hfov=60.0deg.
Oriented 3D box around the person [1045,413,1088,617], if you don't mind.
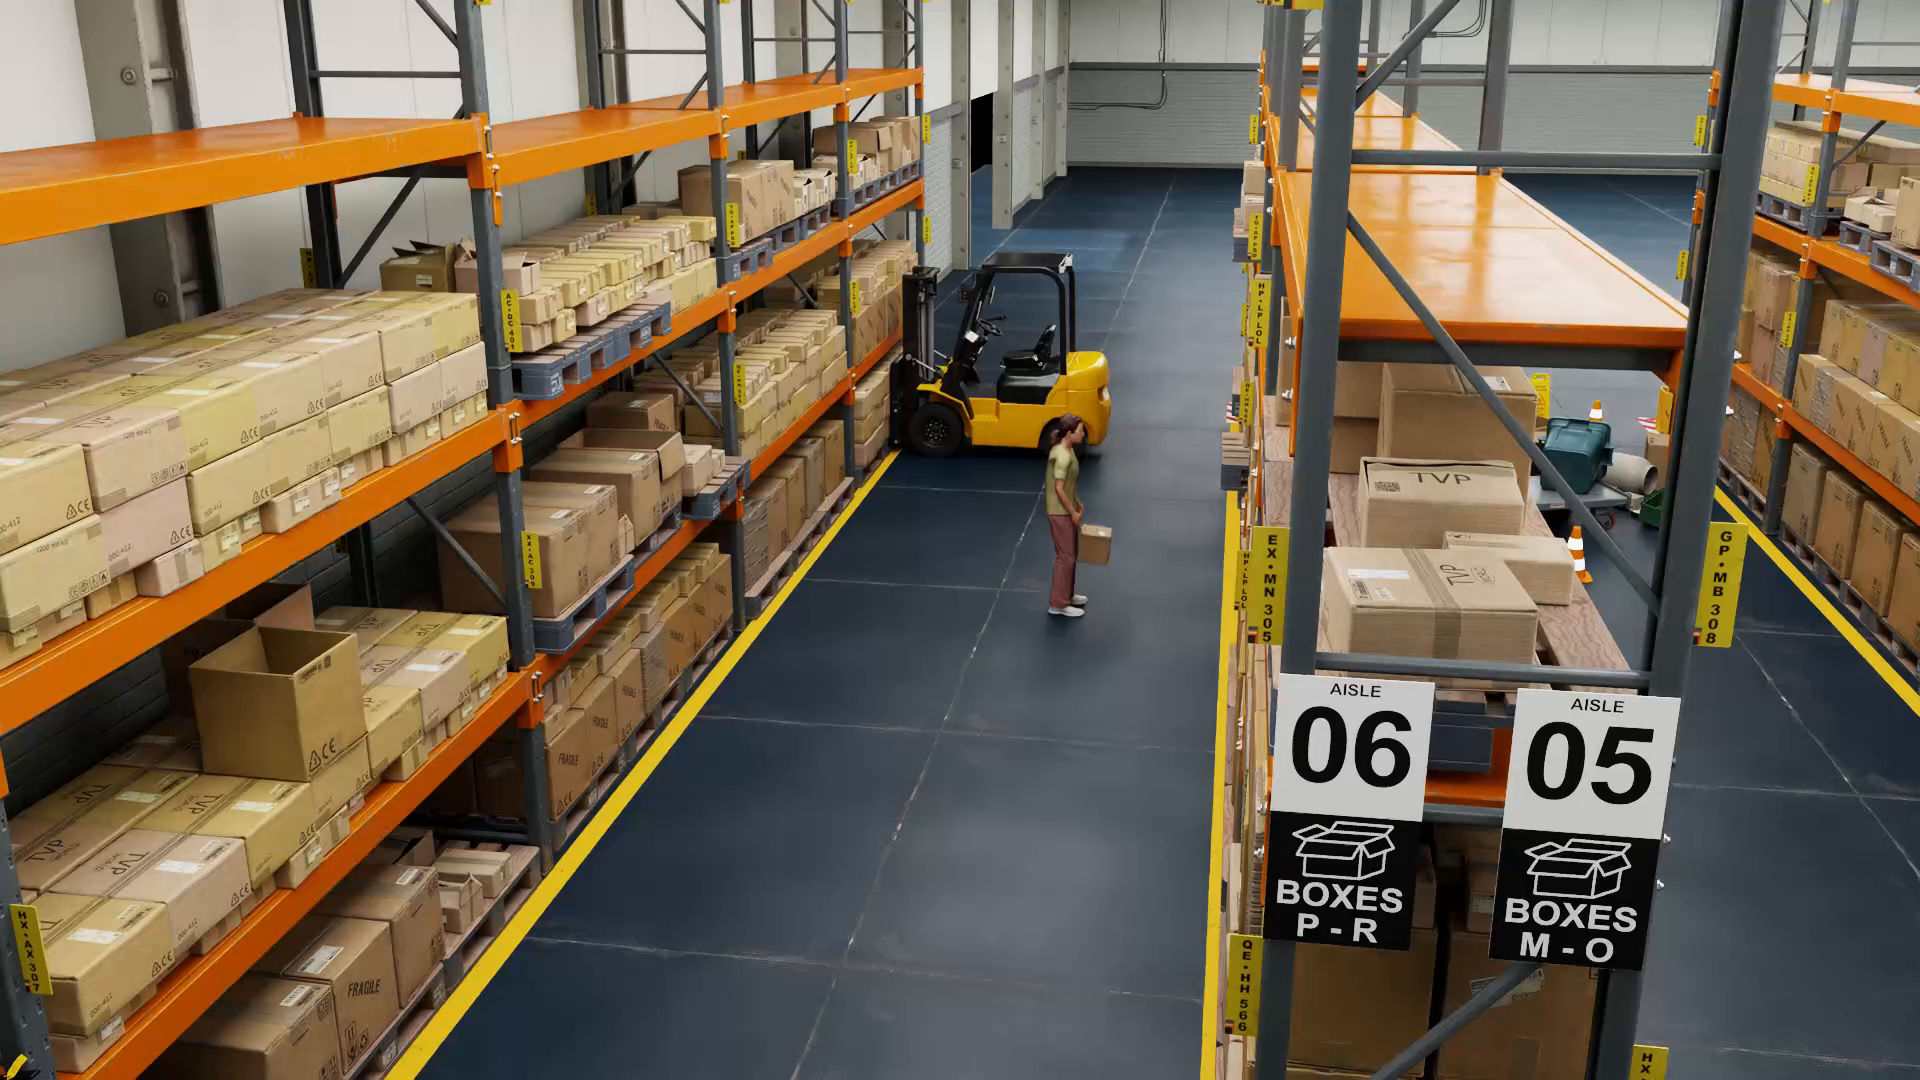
[{"bbox_3d":[0.886,-0.227,13.751,0.363,1.676,0.480,2,18,7],"label":"person"}]
